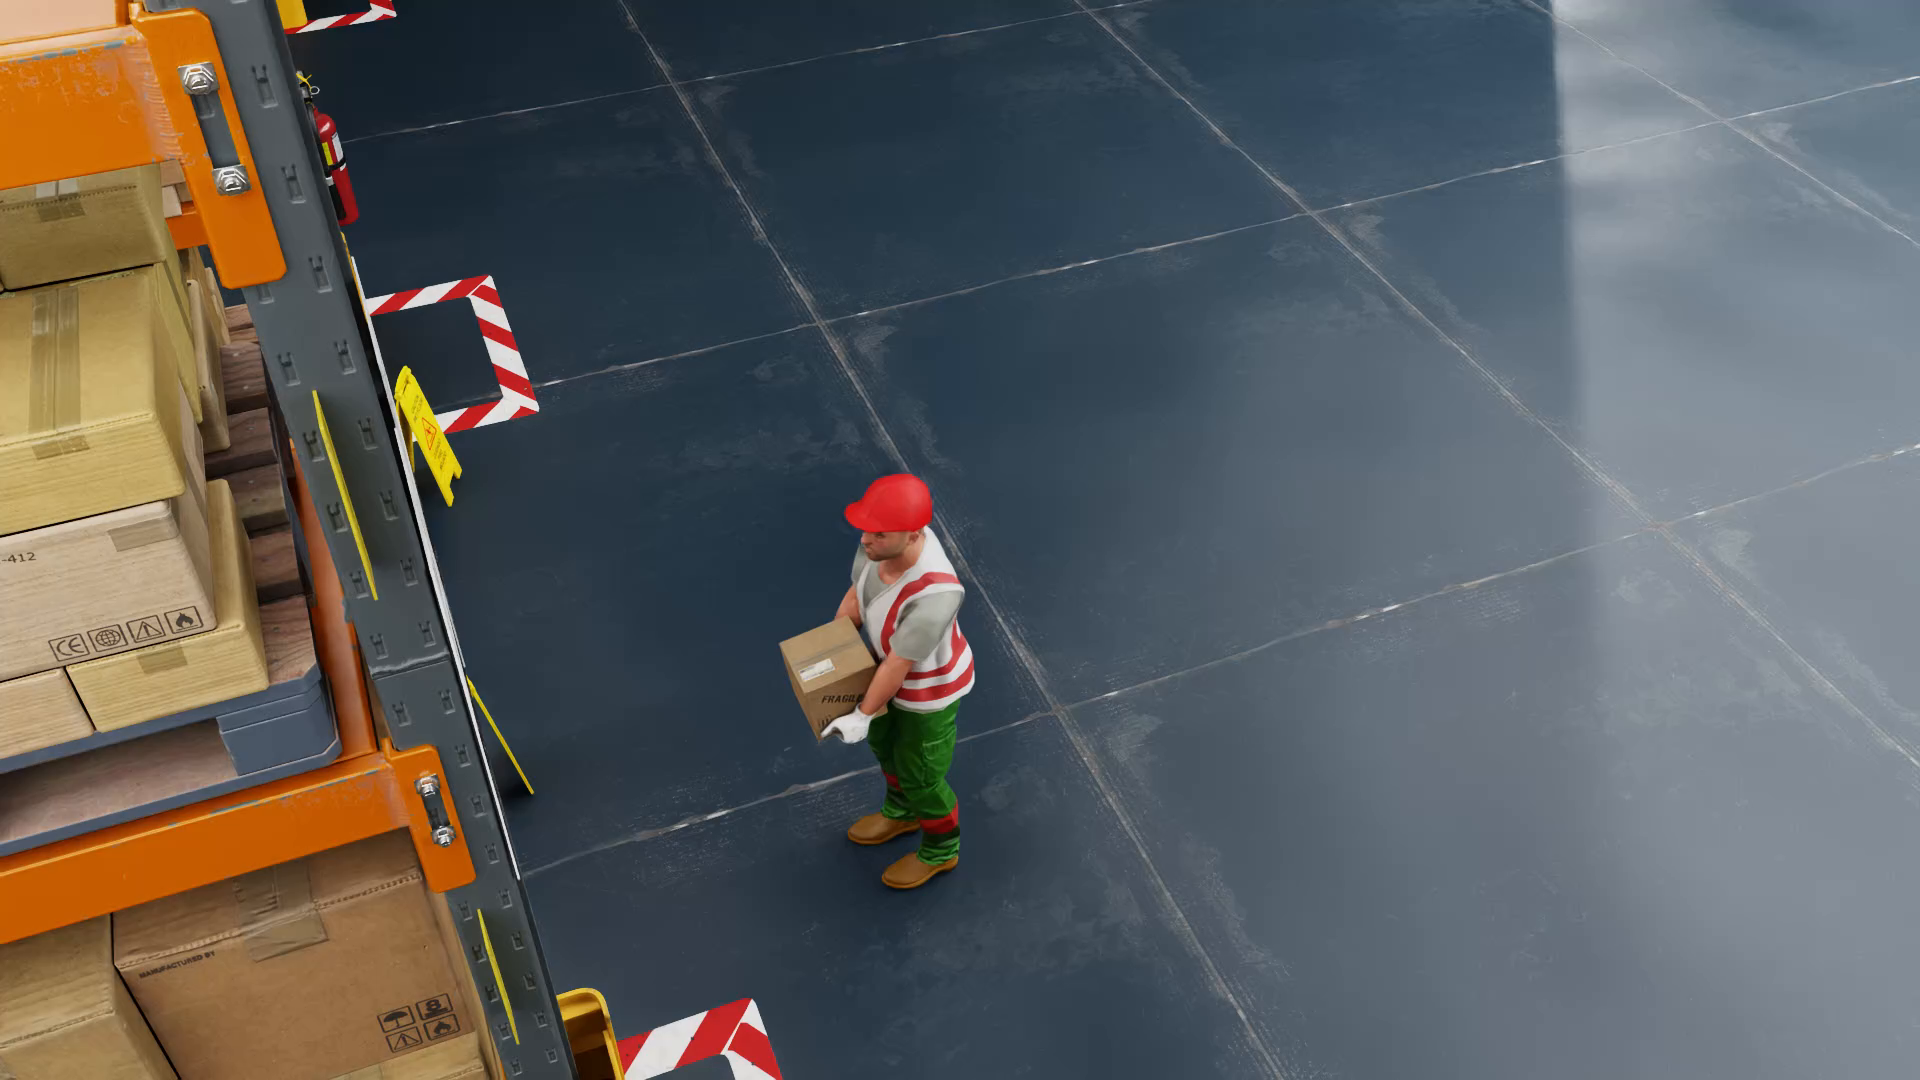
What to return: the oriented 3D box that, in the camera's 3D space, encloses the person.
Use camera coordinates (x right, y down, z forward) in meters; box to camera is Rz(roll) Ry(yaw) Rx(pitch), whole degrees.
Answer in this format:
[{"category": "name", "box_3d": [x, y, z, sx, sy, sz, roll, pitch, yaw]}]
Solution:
[{"category": "person", "box_3d": [-0.240, 0.498, 5.580, 0.564, 1.781, 0.495, -16, 44, -17]}]
